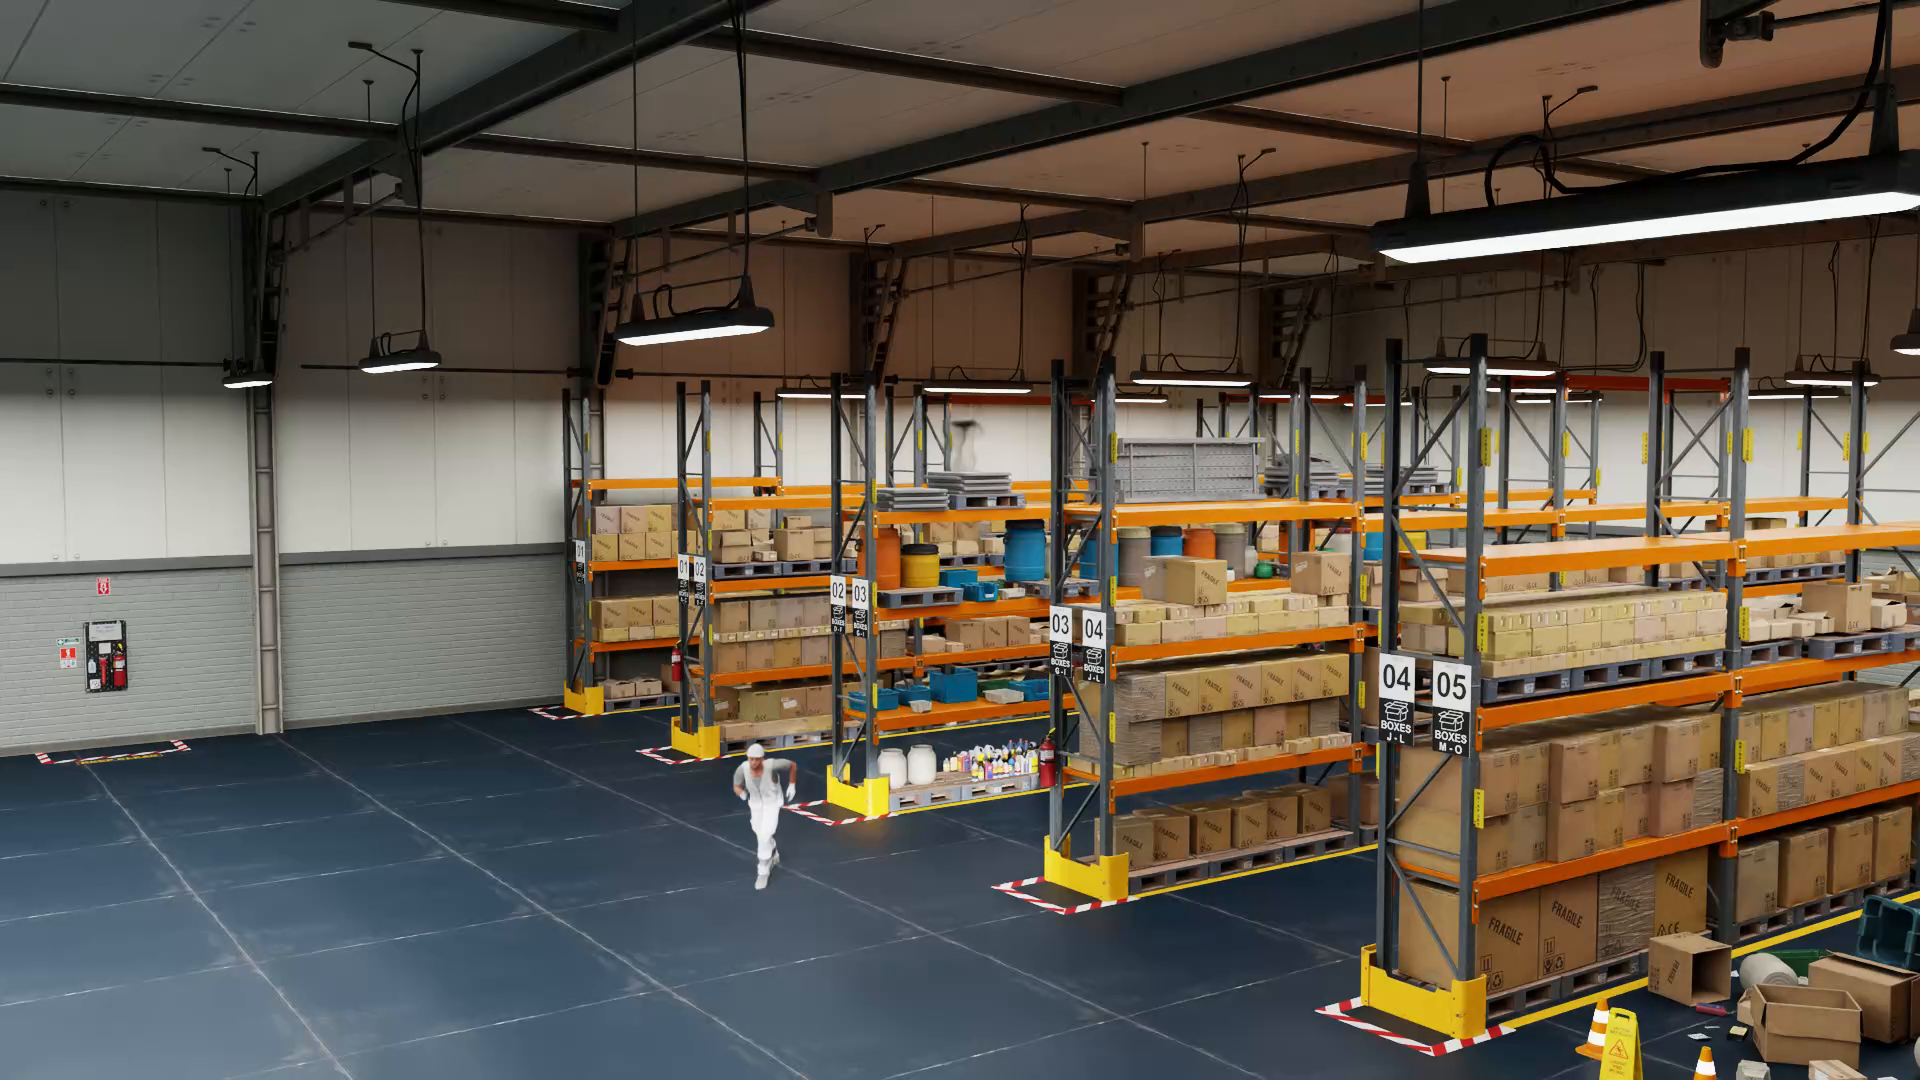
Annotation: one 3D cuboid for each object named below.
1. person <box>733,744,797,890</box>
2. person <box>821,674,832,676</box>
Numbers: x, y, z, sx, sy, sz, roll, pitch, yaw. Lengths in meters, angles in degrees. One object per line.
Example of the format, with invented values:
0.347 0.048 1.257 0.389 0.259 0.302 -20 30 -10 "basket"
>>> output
-2.219 3.127 19.100 0.707 1.717 1.019 1 4 9 "person"
-2.442 2.328 31.288 0.585 1.680 0.661 -3 5 -40 "person"
